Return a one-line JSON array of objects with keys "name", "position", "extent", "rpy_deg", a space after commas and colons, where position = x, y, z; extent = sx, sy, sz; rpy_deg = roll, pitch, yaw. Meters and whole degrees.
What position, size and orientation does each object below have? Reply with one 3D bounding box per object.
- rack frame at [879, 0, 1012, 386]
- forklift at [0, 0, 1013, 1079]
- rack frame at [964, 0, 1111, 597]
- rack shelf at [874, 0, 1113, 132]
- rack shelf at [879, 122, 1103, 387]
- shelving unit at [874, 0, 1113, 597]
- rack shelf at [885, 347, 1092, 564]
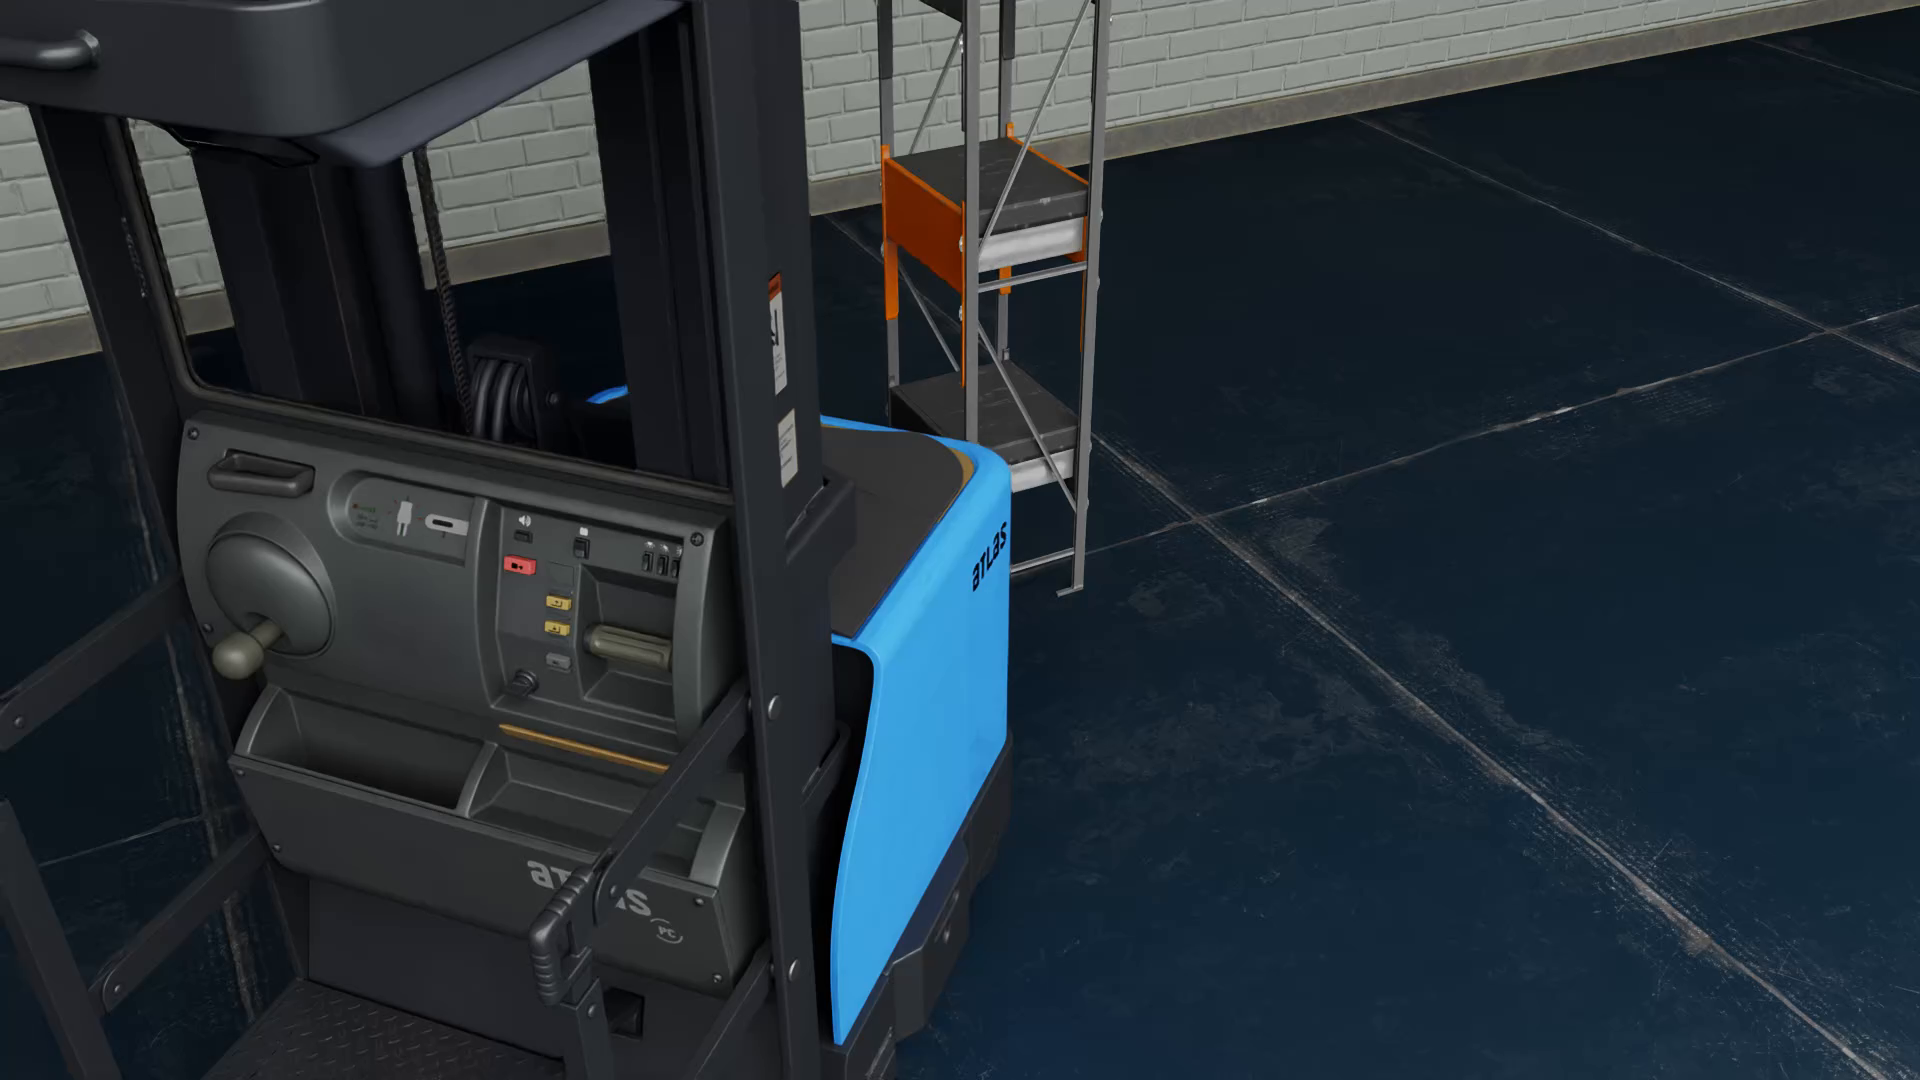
[{"name": "rack frame", "position": [-0.037, -0.922, 4.742], "extent": [0.400, 2.100, 0.015], "rpy_deg": [-16, 36, -23]}, {"name": "forklift", "position": [-0.863, 0.125, 2.337], "extent": [1.130, 2.935, 3.031], "rpy_deg": [11, 34, 17]}, {"name": "rack frame", "position": [0.191, -0.689, 4.379], "extent": [0.400, 2.100, 0.015], "rpy_deg": [-16, 36, -23]}, {"name": "rack shelf", "position": [0.077, -1.383, 4.190], "extent": [0.431, 0.518, 0.480], "rpy_deg": [-16, 36, -23]}, {"name": "rack shelf", "position": [0.077, -0.794, 4.568], "extent": [0.431, 0.518, 0.480], "rpy_deg": [-16, 36, -23]}, {"name": "shelving unit", "position": [0.077, -0.805, 4.560], "extent": [0.431, 2.100, 0.503], "rpy_deg": [-16, 36, -23]}, {"name": "rack shelf", "position": [0.077, -0.204, 4.945], "extent": [0.431, 0.518, 0.480], "rpy_deg": [-16, 36, -23]}]
